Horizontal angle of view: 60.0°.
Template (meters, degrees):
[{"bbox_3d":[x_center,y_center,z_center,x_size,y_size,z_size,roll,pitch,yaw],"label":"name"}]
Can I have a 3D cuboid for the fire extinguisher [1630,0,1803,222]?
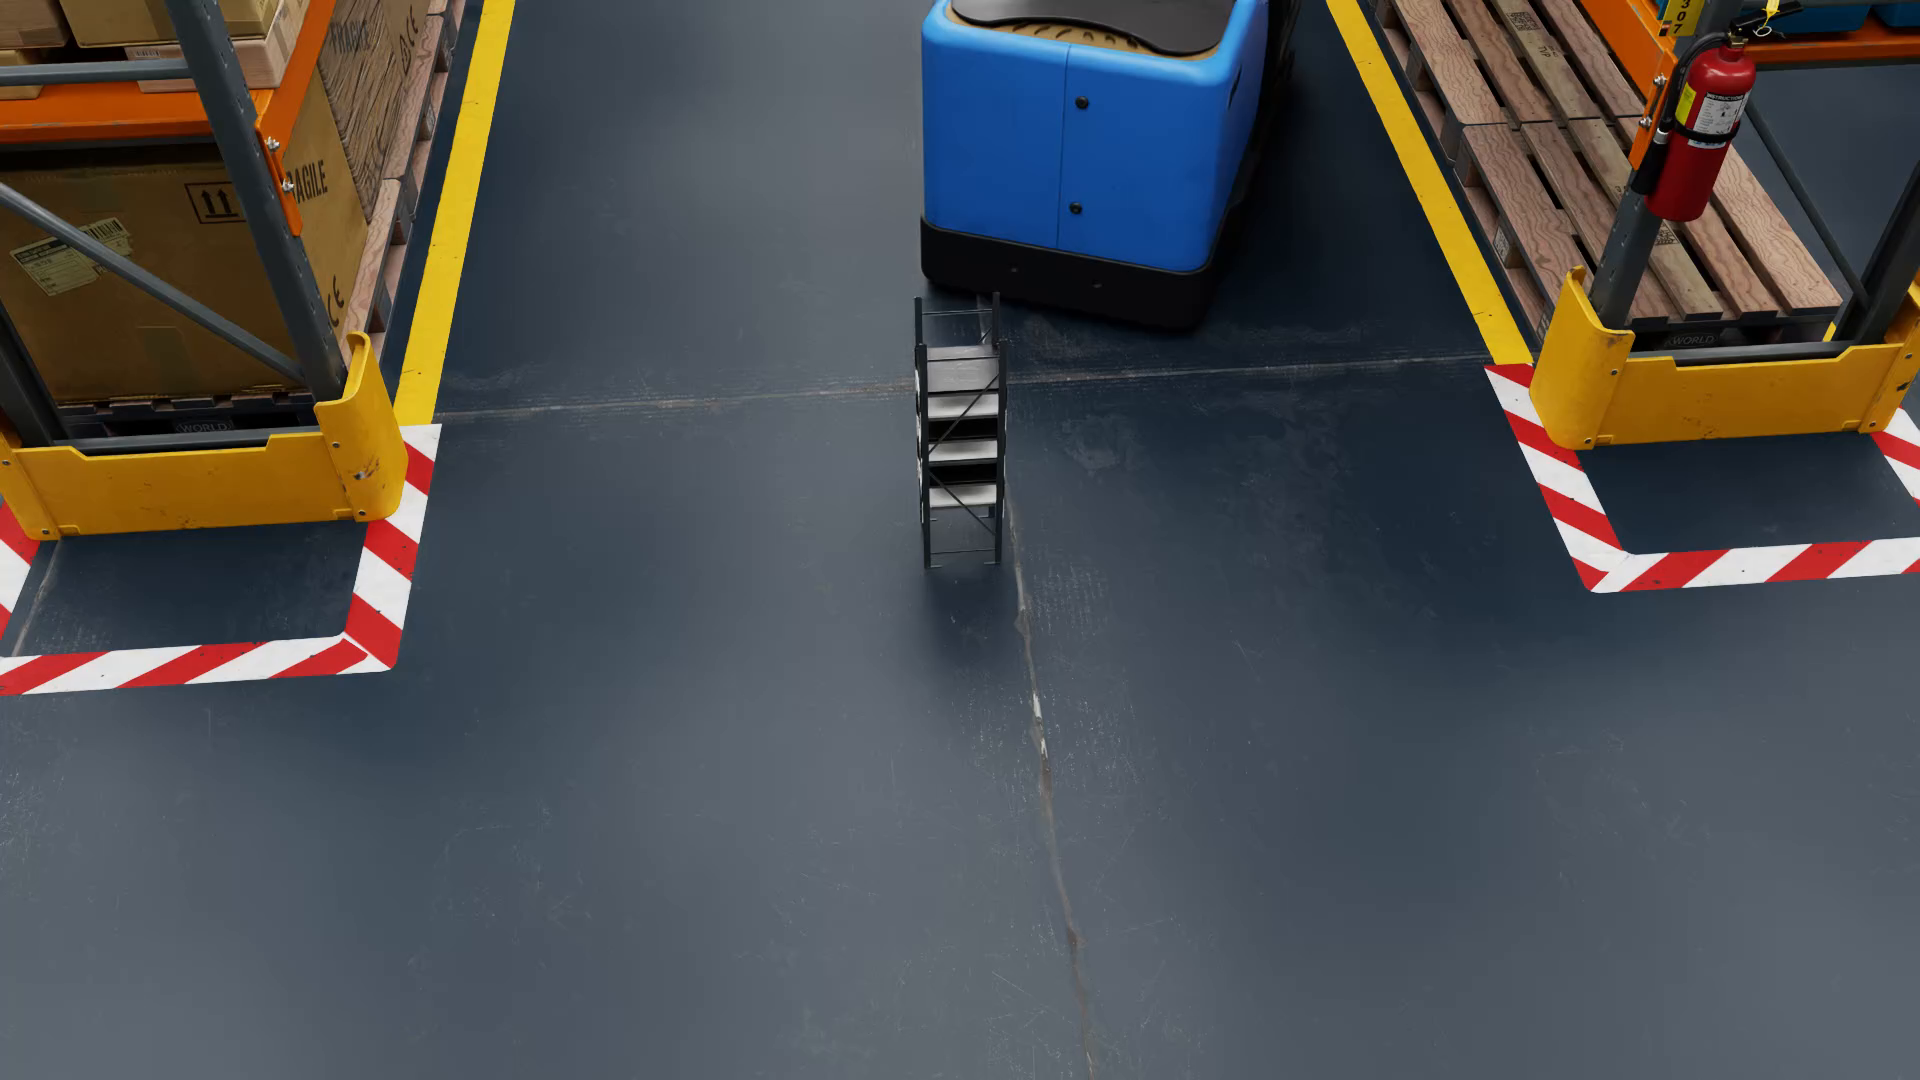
[{"bbox_3d":[2.095,-1.211,4.642,0.296,0.674,0.183,-3,47,-3],"label":"fire extinguisher"}]

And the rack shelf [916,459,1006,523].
[{"bbox_3d":[0.001,-0.157,5.073,0.258,0.077,0.200,-3,47,-3],"label":"rack shelf"}]

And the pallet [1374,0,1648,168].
[{"bbox_3d":[2.406,-2.024,7.021,1.003,0.211,1.213,-3,47,-3],"label":"pallet"}]

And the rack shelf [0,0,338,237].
[{"bbox_3d":[-2.568,-2.402,5.954,1.077,0.370,4.000,-3,47,-3],"label":"rack shelf"}]

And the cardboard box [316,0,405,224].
[{"bbox_3d":[-2.610,-1.732,5.999,0.875,0.875,0.875,-3,47,-3],"label":"cardboard box"}]

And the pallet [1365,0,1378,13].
[{"bbox_3d":[2.301,-2.909,7.859,1.003,0.211,1.213,-3,47,-3],"label":"pallet"}]

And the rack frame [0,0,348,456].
[{"bbox_3d":[-2.400,-1.202,4.322,1.000,3.000,0.127,-3,47,-3],"label":"rack frame"}]

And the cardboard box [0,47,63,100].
[{"bbox_3d":[-2.758,-1.353,4.639,0.380,0.149,0.250,-3,47,-3],"label":"cardboard box"}]

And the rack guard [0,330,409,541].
[{"bbox_3d":[-2.398,-0.325,5.214,1.175,0.500,0.348,-3,47,-3],"label":"rack guard"}]

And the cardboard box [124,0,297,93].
[{"bbox_3d":[-2.101,-1.393,4.676,0.380,0.149,0.250,-3,47,-3],"label":"cardboard box"}]

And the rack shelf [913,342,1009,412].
[{"bbox_3d":[0.001,-0.466,4.746,0.258,0.077,0.200,-3,47,-3],"label":"rack shelf"}]

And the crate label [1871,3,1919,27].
[{"bbox_3d":[2.843,-1.665,4.835,0.416,0.233,0.303,-3,47,-3],"label":"crate label"}]

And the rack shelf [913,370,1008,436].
[{"bbox_3d":[0.001,-0.404,4.811,0.258,0.077,0.200,-3,47,-3],"label":"rack shelf"}]

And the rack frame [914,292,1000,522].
[{"bbox_3d":[-0.008,-0.377,4.987,0.240,0.900,0.006,-3,47,-3],"label":"rack frame"}]

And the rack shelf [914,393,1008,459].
[{"bbox_3d":[0.001,-0.343,4.877,0.258,0.077,0.200,-3,47,-3],"label":"rack shelf"}]

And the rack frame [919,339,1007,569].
[{"bbox_3d":[0.009,-0.230,4.848,0.240,0.900,0.006,-3,47,-3],"label":"rack frame"}]

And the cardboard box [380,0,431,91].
[{"bbox_3d":[-2.684,-2.376,6.609,0.875,0.875,0.875,-3,47,-3],"label":"cardboard box"}]

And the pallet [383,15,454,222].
[{"bbox_3d":[-2.644,-1.698,6.712,1.003,0.211,1.213,-3,47,-3],"label":"pallet"}]

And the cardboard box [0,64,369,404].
[{"bbox_3d":[-2.534,-1.074,5.375,0.875,0.875,0.875,-3,47,-3],"label":"cardboard box"}]

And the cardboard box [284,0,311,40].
[{"bbox_3d":[-2.124,-1.578,4.852,0.380,0.149,0.250,-4,47,-4],"label":"cardboard box"}]

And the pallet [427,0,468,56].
[{"bbox_3d":[-2.750,-2.582,7.550,1.003,0.211,1.213,-3,47,-3],"label":"pallet"}]

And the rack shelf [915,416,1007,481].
[{"bbox_3d":[0.001,-0.281,4.942,0.258,0.077,0.200,-3,47,-3],"label":"rack shelf"}]

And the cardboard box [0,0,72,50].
[{"bbox_3d":[-2.705,-1.587,4.586,0.500,0.250,0.500,-4,47,-4],"label":"cardboard box"}]

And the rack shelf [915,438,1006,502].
[{"bbox_3d":[0.001,-0.219,5.007,0.258,0.077,0.200,-3,47,-3],"label":"rack shelf"}]

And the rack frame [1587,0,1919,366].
[{"bbox_3d":[2.535,-1.503,4.608,1.000,3.000,0.127,-3,47,-3],"label":"rack frame"}]

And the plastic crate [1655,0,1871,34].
[{"bbox_3d":[2.321,-1.767,4.792,0.616,0.435,0.499,-3,47,-3],"label":"plastic crate"}]

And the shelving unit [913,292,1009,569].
[{"bbox_3d":[0.001,-0.304,4.918,0.258,0.900,0.210,-3,47,-3],"label":"shelving unit"}]

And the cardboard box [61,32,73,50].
[{"bbox_3d":[-2.782,-1.541,4.817,0.380,0.149,0.250,-3,47,-3],"label":"cardboard box"}]

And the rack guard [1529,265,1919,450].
[{"bbox_3d":[2.550,-0.627,5.499,1.175,0.500,0.348,-3,47,-3],"label":"rack guard"}]

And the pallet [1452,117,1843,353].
[{"bbox_3d":[2.505,-1.143,6.187,1.003,0.211,1.213,-3,47,-3],"label":"pallet"}]

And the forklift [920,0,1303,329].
[{"bbox_3d":[0.780,-2.844,5.925,1.130,2.935,3.031,13,48,12],"label":"forklift"}]

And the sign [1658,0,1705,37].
[{"bbox_3d":[1.988,-1.514,4.506,0.100,0.325,0.005,-3,47,-3],"label":"sign"}]

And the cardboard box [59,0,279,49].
[{"bbox_3d":[-2.172,-1.616,4.613,0.500,0.250,0.500,-5,47,-4],"label":"cardboard box"}]

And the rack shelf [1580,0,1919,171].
[{"bbox_3d":[2.368,-2.703,6.239,1.077,0.370,4.000,-3,47,-3],"label":"rack shelf"}]

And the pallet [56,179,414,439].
[{"bbox_3d":[-2.545,-0.817,5.878,1.003,0.211,1.213,-3,47,-3],"label":"pallet"}]
